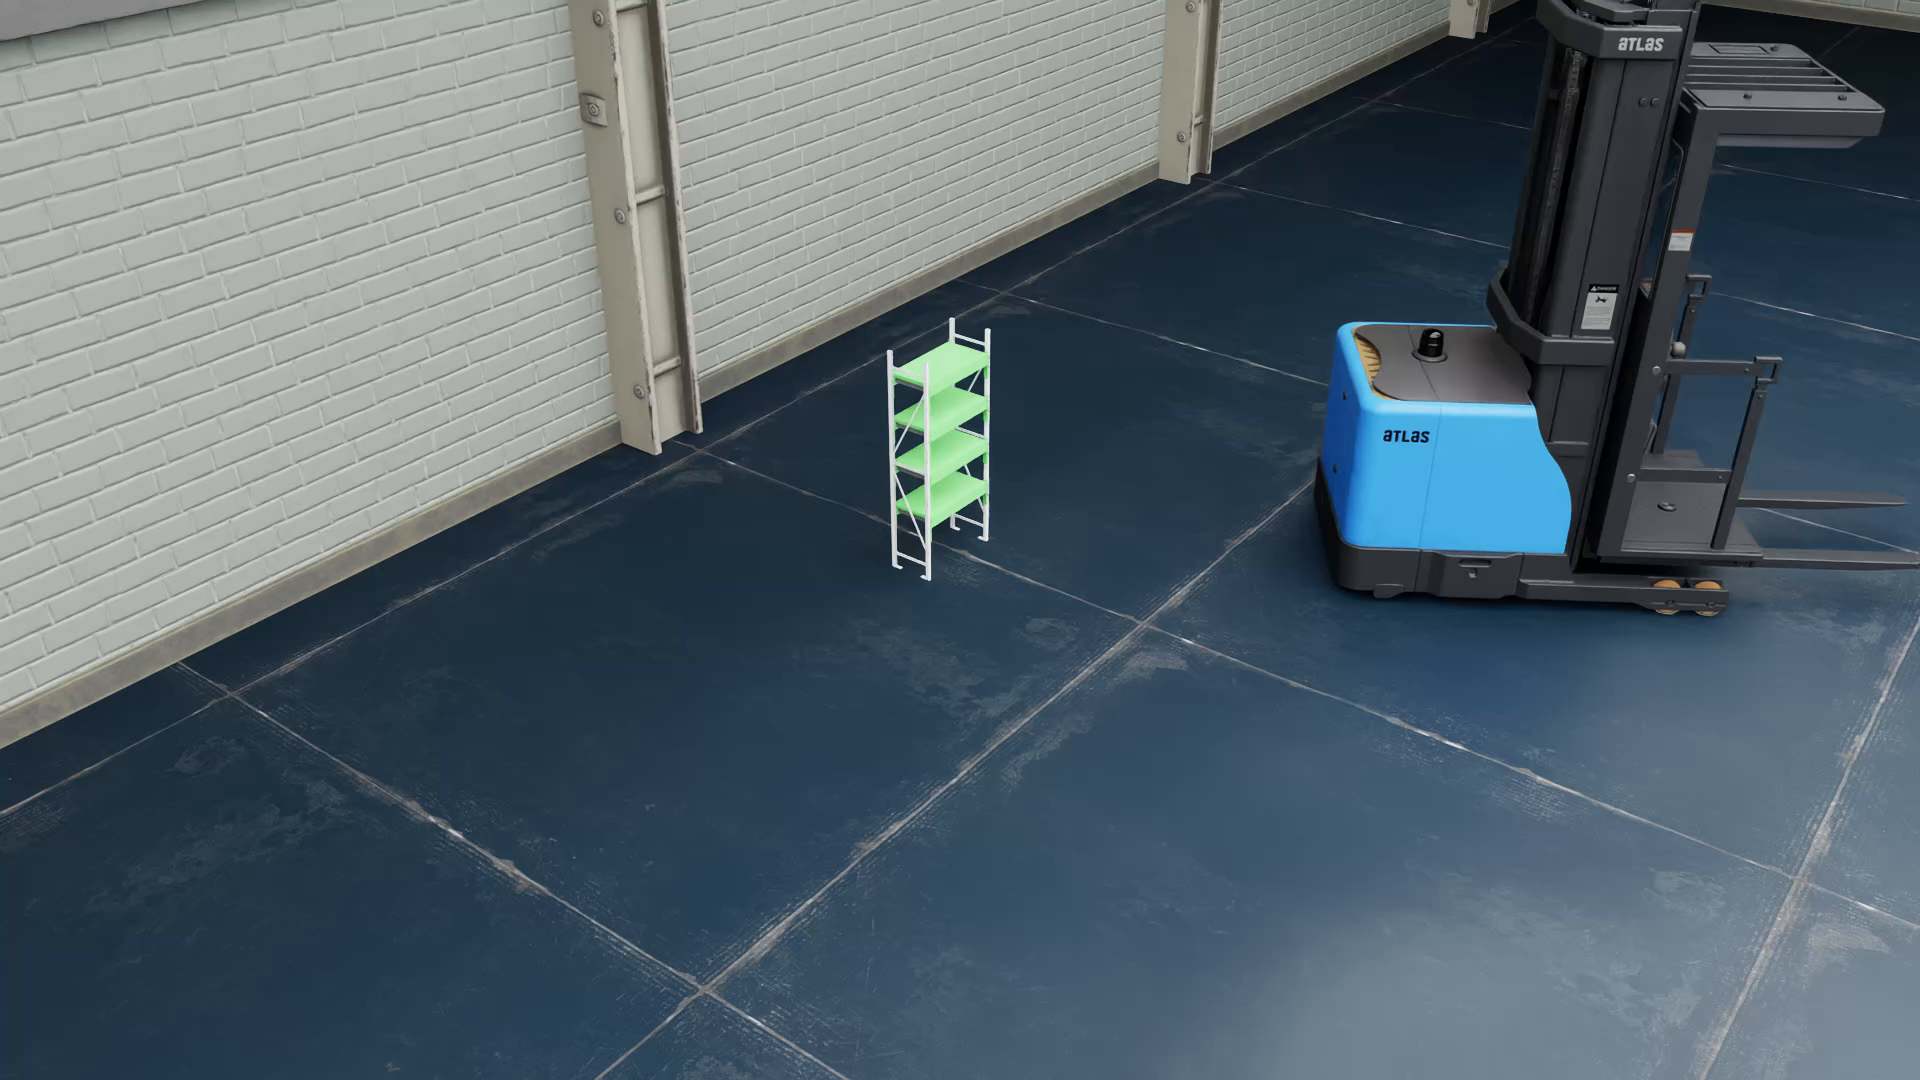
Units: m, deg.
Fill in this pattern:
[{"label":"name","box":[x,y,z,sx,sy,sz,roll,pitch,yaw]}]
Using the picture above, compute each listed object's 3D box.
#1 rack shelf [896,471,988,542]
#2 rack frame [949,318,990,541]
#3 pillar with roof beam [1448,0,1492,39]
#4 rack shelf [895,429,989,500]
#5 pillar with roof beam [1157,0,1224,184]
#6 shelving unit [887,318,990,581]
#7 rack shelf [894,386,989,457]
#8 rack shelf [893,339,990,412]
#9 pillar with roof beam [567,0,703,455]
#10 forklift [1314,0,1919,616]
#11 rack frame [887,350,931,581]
[{"label":"rack shelf","box":[-0.100,-0.187,8.485,0.258,0.148,0.480,21,37,31]},{"label":"rack frame","box":[0.047,-0.548,8.498,0.240,1.200,0.015,21,37,31]},{"label":"pillar with roof beam","box":[8.919,-8.039,13.488,9.100,9.000,0.400,21,37,31]},{"label":"rack shelf","box":[-0.100,-0.394,8.363,0.258,0.148,0.480,21,37,31]},{"label":"pillar with roof beam","box":[5.297,-5.600,9.373,9.100,9.000,0.400,21,37,31]},{"label":"shelving unit","box":[-0.100,-0.449,8.331,0.258,1.200,0.503,21,37,31]},{"label":"rack shelf","box":[-0.100,-0.600,8.241,0.258,0.148,0.480,21,37,31]},{"label":"rack shelf","box":[-0.100,-0.807,8.118,0.258,0.148,0.480,21,37,31]},{"label":"pillar with roof beam","box":[1.675,-3.161,5.258,9.100,9.000,0.400,21,37,31]},{"label":"forklift","box":[3.401,-1.172,7.852,3.031,2.935,1.130,2,31,3]},{"label":"rack frame","box":[-0.247,-0.350,8.163,0.240,1.200,0.015,21,37,31]}]
